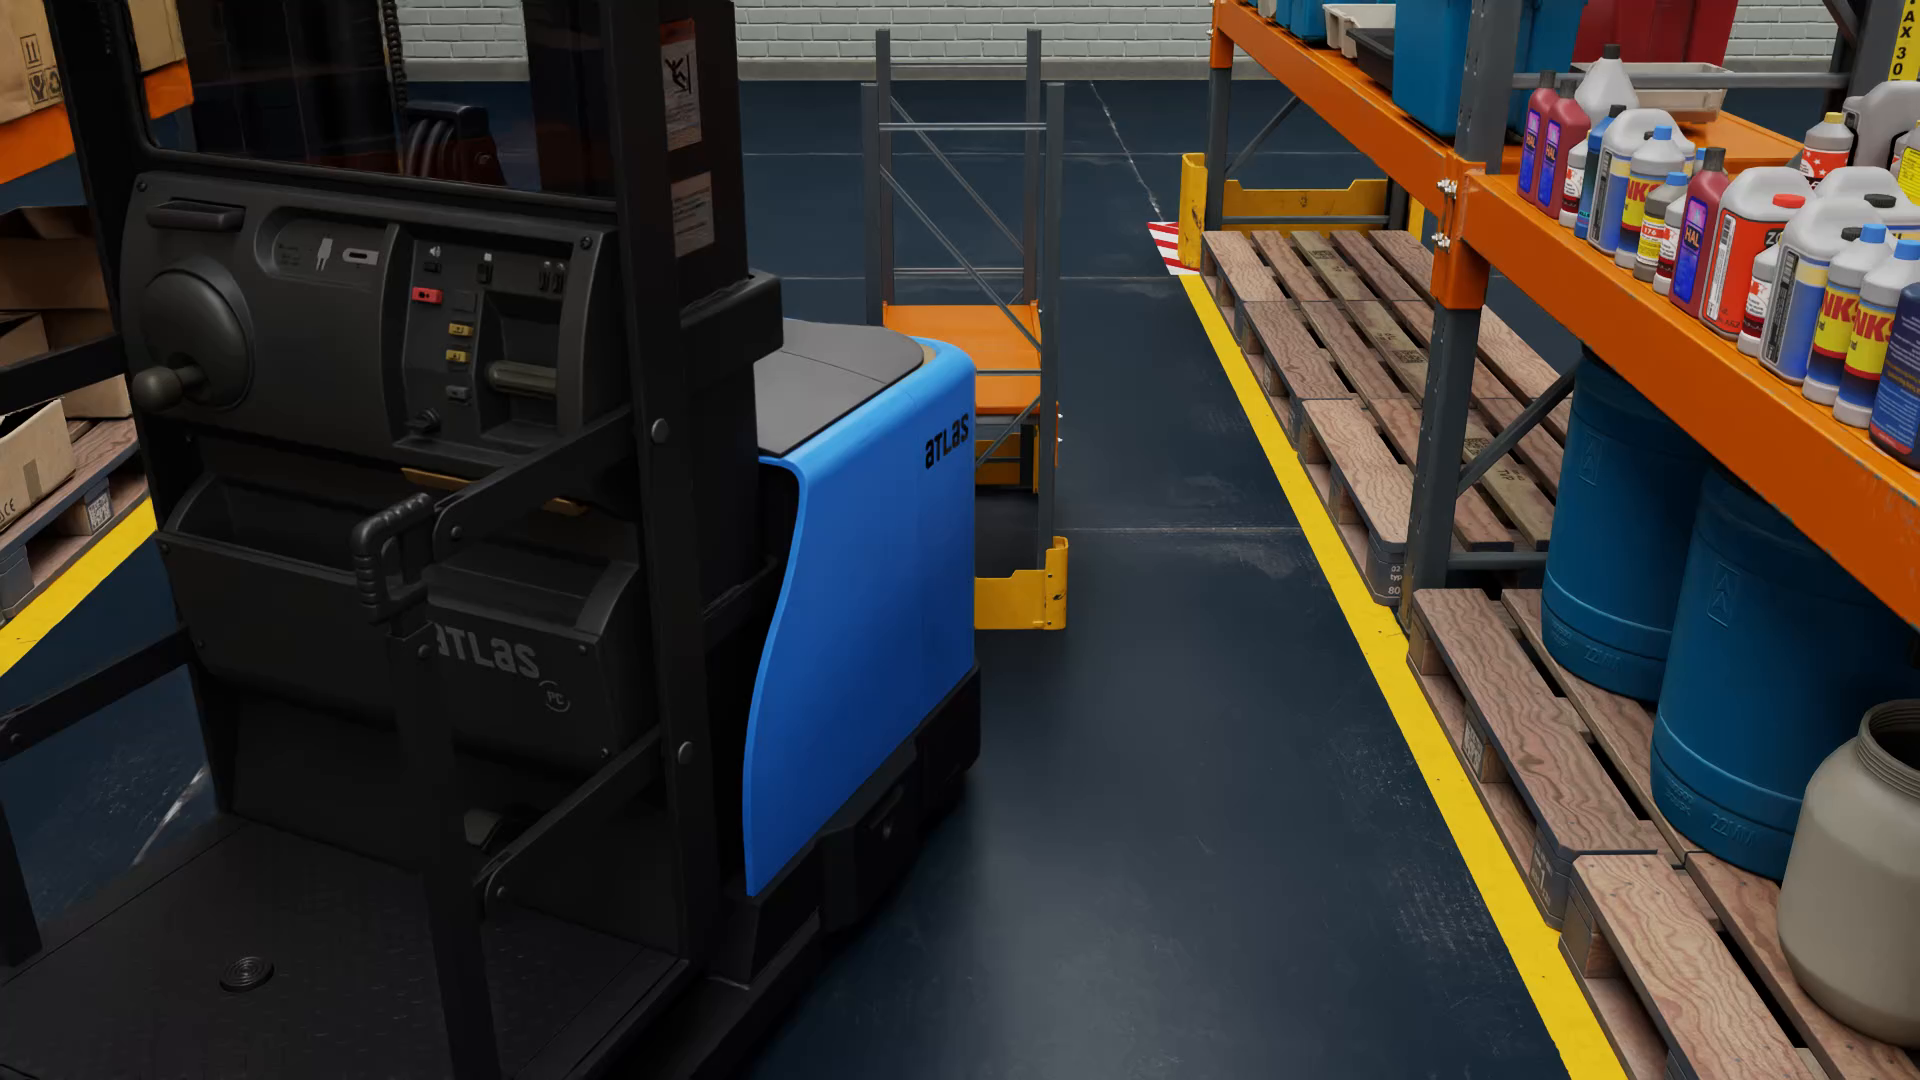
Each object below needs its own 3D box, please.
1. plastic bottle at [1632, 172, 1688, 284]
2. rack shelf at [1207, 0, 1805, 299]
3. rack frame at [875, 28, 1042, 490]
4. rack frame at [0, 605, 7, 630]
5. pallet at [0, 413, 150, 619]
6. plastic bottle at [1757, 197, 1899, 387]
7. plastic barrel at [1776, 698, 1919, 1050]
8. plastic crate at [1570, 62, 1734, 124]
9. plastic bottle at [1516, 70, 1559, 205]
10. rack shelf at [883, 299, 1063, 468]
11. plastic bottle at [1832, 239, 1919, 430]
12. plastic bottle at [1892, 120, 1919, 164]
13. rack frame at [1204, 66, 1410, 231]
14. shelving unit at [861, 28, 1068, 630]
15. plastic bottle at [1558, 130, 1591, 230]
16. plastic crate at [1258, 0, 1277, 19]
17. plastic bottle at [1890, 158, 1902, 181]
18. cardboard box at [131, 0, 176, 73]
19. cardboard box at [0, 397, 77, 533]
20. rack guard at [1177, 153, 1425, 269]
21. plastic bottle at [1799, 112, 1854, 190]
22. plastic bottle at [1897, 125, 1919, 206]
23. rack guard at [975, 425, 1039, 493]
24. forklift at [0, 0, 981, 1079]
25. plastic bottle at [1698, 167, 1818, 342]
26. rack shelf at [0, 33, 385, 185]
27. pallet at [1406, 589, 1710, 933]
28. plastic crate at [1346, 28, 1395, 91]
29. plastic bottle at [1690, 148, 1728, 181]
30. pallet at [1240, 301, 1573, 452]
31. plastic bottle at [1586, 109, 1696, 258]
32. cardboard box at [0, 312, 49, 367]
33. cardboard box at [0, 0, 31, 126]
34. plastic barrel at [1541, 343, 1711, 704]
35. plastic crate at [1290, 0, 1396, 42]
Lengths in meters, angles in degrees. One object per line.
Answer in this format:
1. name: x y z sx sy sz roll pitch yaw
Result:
1. plastic bottle: 1.352 -0.598 3.173 0.097 0.201 0.097 0 24 0
2. rack shelf: 1.727 -1.616 6.056 1.077 0.370 4.000 0 24 -1
3. rack frame: -0.005 -0.858 5.326 0.500 1.500 0.032 0 24 -1
4. rack frame: -3.205 -1.099 4.039 1.000 3.000 0.127 0 24 -1
5. pallet: -3.211 -0.111 5.240 1.003 0.211 1.213 0 24 -1
6. plastic bottle: 1.385 -0.393 2.630 0.152 0.276 0.135 0 24 -1
7. plastic barrel: 1.662 0.572 2.855 0.421 0.512 0.421 0 24 0
8. plastic crate: 1.886 -1.219 4.553 0.396 0.136 0.243 0 24 -1
9. plastic bottle: 1.326 -0.913 3.771 0.061 0.283 0.133 0 24 -1
10. rack shelf: 0.001 -0.484 4.937 0.538 0.185 1.000 0 24 -1
11. plastic bottle: 1.360 -0.303 2.437 0.097 0.271 0.097 0 24 0
12. plastic bottle: 2.105 -0.820 3.665 0.097 0.201 0.097 0 24 0
13. rack frame: 1.705 -2.768 7.730 1.000 3.000 0.127 0 24 -1
14. shelving unit: 0.001 -0.652 4.871 0.587 1.500 1.083 0 24 -1
15. plastic bottle: 1.347 -0.773 3.561 0.097 0.201 0.097 0 24 0
16. plastic crate: 1.307 -2.160 6.632 0.250 0.136 0.298 0 24 -1
17. plastic bottle: 1.956 -0.709 3.419 0.097 0.201 0.097 0 24 0
18. cardboard box: -2.950 -1.773 5.408 0.500 0.500 0.500 0 24 -1
19. cardboard box: -2.993 -0.248 4.887 0.500 0.311 0.500 0 24 -1
20. rack guard: 1.692 -1.639 8.266 1.175 0.500 0.348 0 24 -1
21. plastic bottle: 1.952 -0.860 3.752 0.097 0.201 0.097 0 24 0
22. plastic bottle: 1.942 -0.719 3.260 0.144 0.351 0.185 0 24 -1
23. rack guard: -0.005 -0.288 5.583 0.587 0.250 0.087 0 24 -1
24. forklift: -1.031 -0.316 2.391 1.130 2.935 3.031 11 27 23
25. plastic bottle: 1.383 -0.489 2.842 0.152 0.276 0.135 0 24 -1
26. rack shelf: -3.226 -1.595 6.010 1.077 0.370 4.000 0 24 -1
27. pallet: 1.715 0.469 3.956 1.003 0.211 1.213 0 24 -1
28. plastic crate: 1.468 -1.481 5.147 0.437 0.125 0.590 0 24 -1
29. plastic bottle: 1.501 -0.694 3.385 0.097 0.201 0.097 0 24 0
30. pallet: 1.686 -0.656 6.444 1.003 0.211 1.213 0 24 -1
31. plastic bottle: 1.377 -0.720 3.352 0.152 0.276 0.135 0 24 -1
32. cardboard box: -3.503 -0.617 5.702 0.500 0.311 0.500 0 24 -1
33. cardboard box: -2.938 -1.356 4.486 0.500 0.500 0.500 0 24 1
34. plastic barrel: 1.737 -0.130 3.935 0.600 0.901 0.708 0 24 -1
35. plastic crate: 1.396 -1.949 6.050 0.416 0.233 0.300 0 24 -1
